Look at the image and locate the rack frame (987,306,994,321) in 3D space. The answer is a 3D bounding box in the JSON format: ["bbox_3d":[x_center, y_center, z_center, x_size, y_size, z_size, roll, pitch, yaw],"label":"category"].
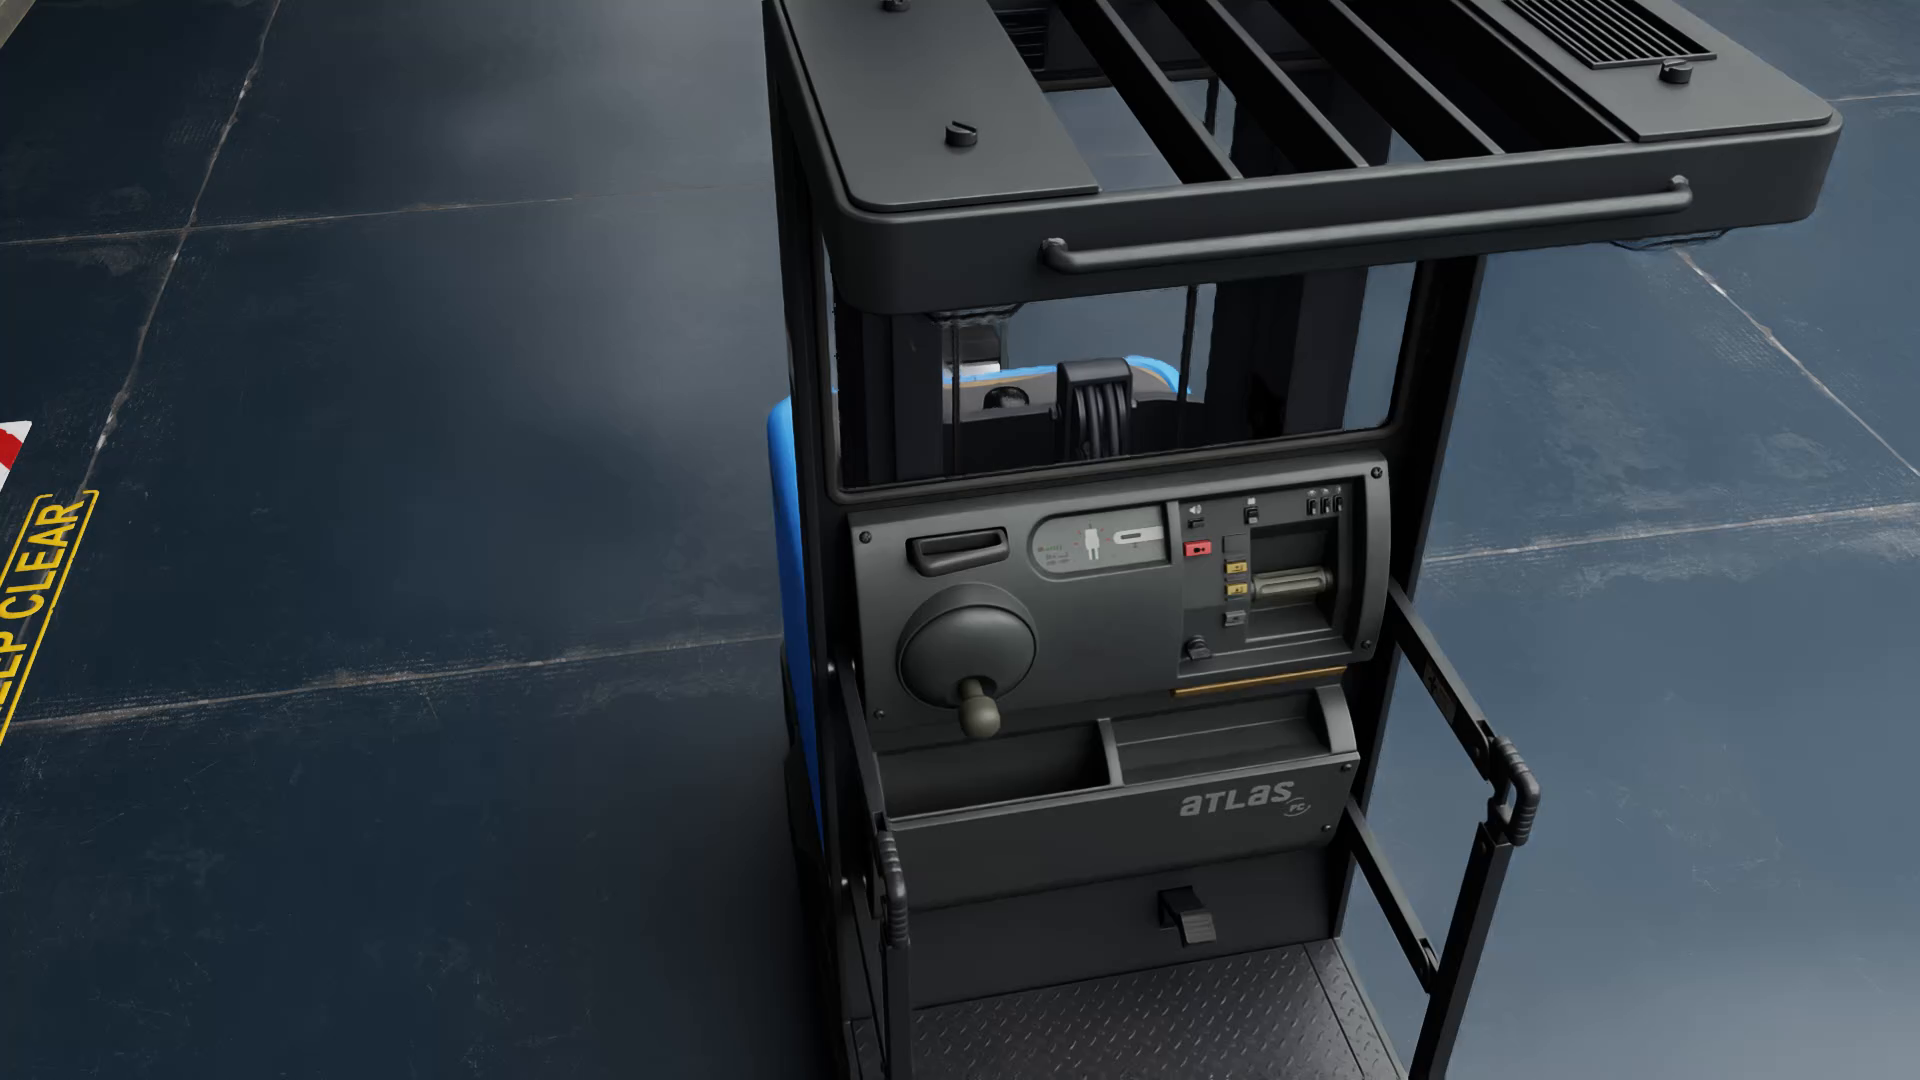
[{"bbox_3d":[-0.019,-0.422,5.059,0.240,0.900,0.006,-6,38,-8],"label":"rack frame"}]

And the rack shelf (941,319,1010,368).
[{"bbox_3d":[-0.001,-0.547,4.835,0.258,0.077,0.200,-6,38,-8],"label":"rack shelf"}]

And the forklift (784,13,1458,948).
[{"bbox_3d":[0.325,0.166,2.647,1.121,2.935,3.031,-7,38,-9],"label":"forklift"}]
